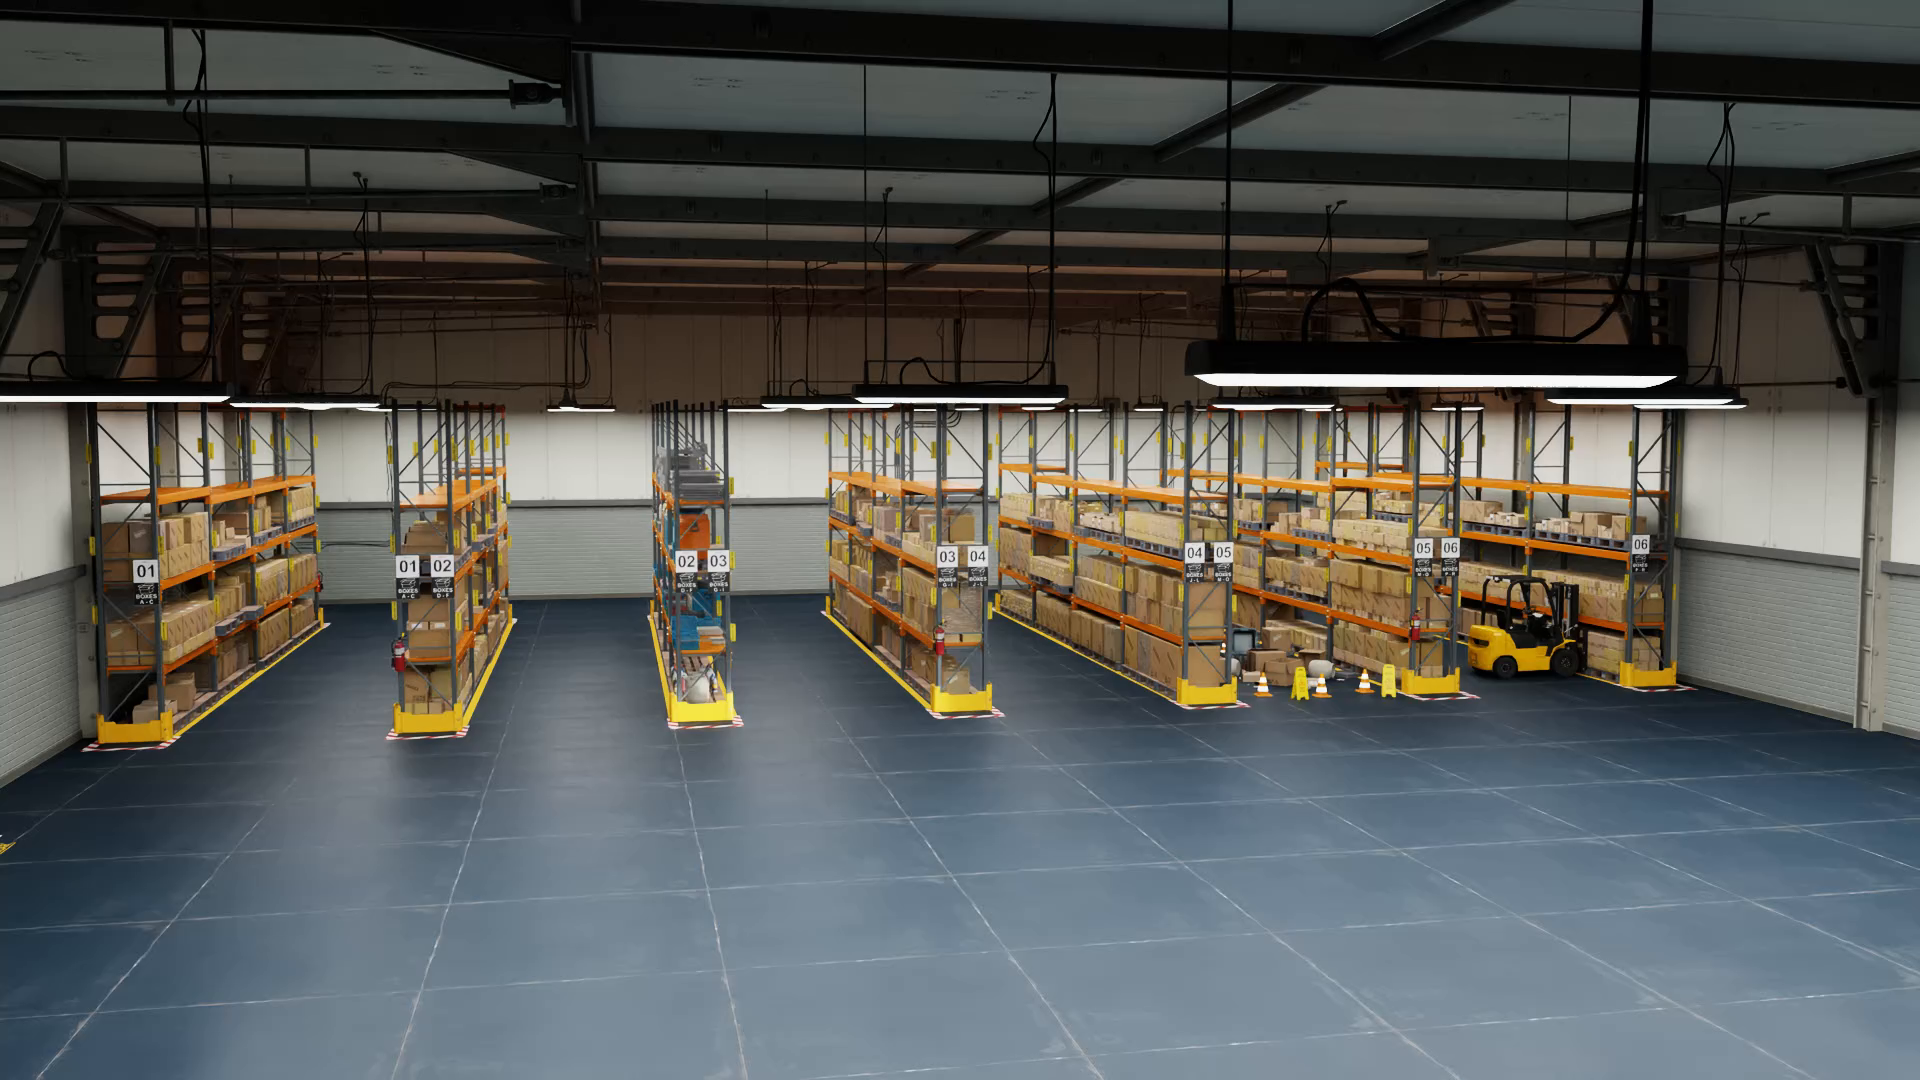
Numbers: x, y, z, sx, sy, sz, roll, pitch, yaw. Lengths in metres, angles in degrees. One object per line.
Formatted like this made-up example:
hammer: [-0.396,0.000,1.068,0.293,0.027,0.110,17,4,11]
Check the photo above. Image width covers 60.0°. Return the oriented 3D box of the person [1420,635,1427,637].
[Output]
person: [10.658,1.995,38.350,0.610,1.705,0.609,-3,5,-35]

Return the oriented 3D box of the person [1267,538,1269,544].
person: [10.069,0.759,54.788,0.453,1.636,0.488,-2,5,-28]

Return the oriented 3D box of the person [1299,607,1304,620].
person: [9.431,1.377,46.432,0.567,1.748,0.416,-4,6,-43]
